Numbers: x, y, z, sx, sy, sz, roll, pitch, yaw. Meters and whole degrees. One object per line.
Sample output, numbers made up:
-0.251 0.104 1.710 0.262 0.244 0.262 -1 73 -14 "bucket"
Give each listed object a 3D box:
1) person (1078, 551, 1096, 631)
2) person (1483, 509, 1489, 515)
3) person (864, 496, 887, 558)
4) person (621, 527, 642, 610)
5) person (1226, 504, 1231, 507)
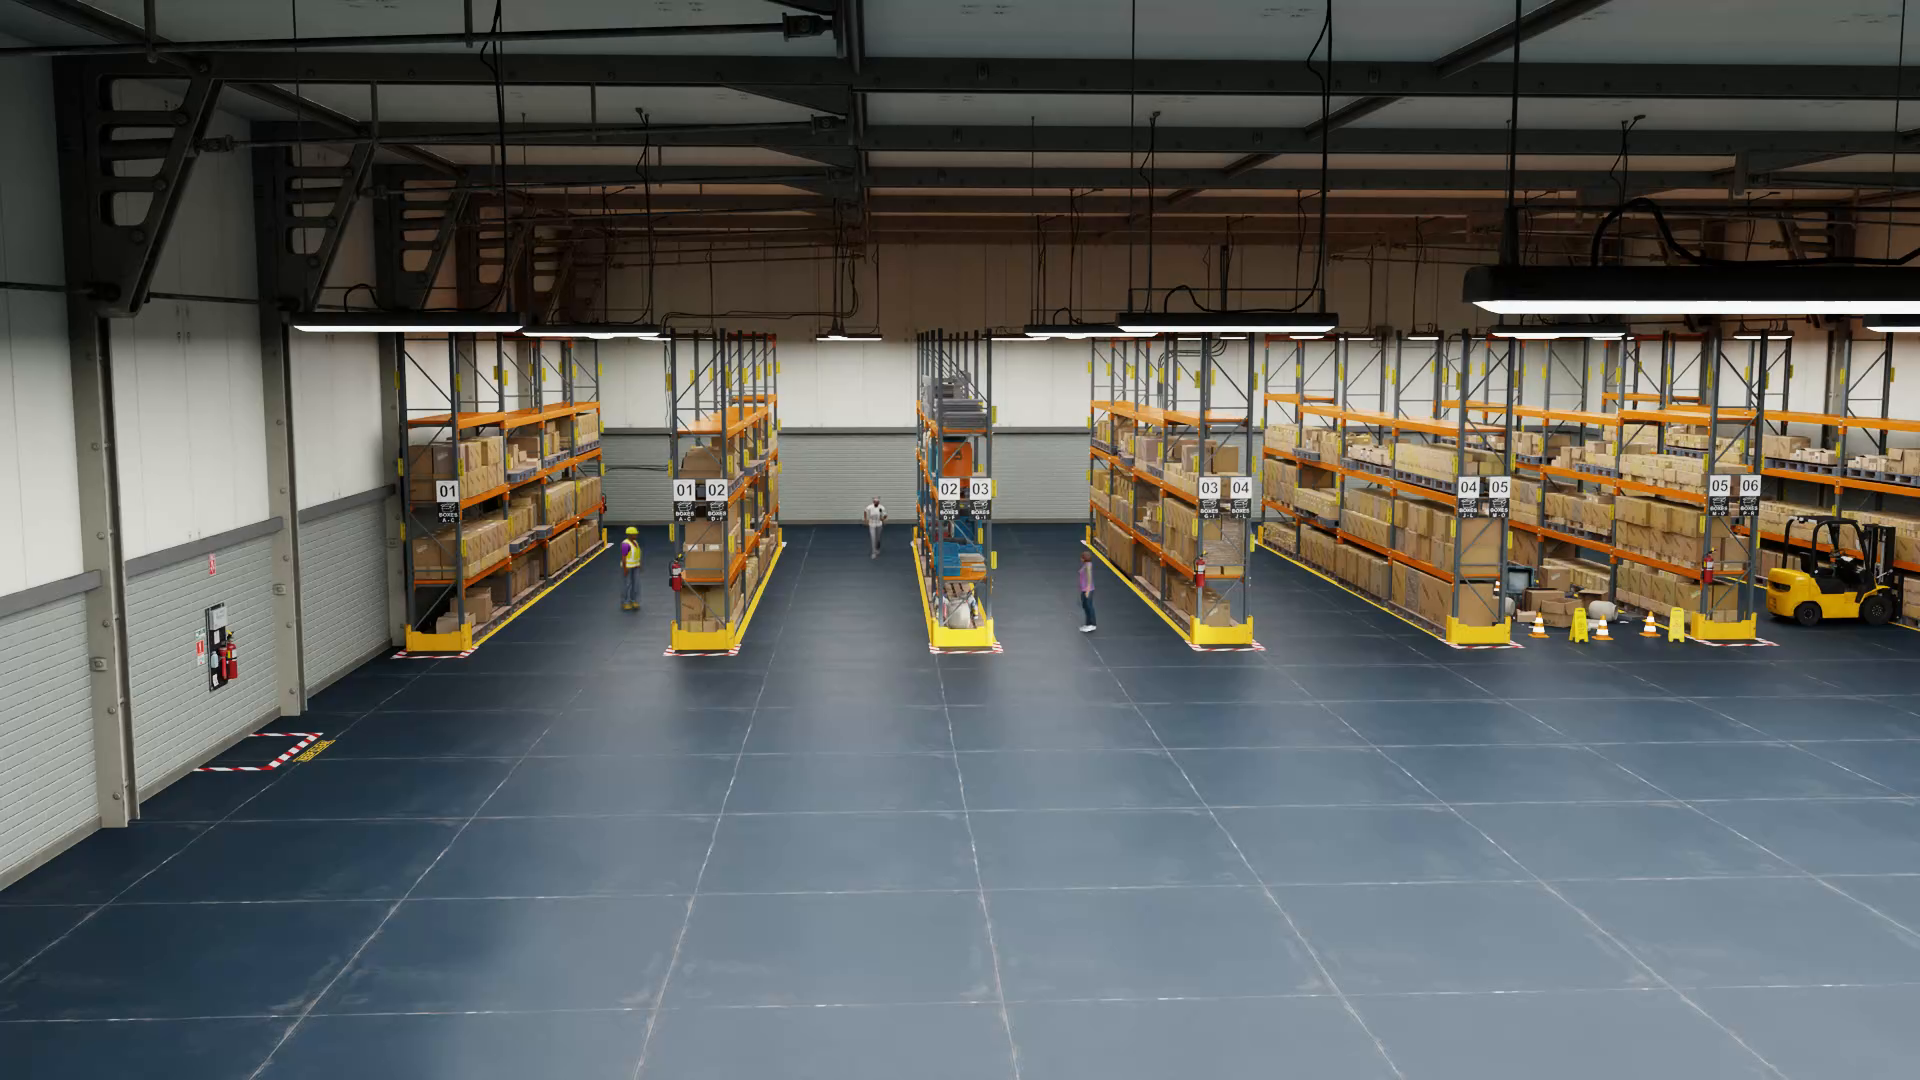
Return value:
2.550 1.081 33.208 0.385 1.514 0.499 -2 7 -17 "person"
12.713 0.109 40.391 0.587 1.754 0.589 5 9 38 "person"
-2.258 -0.370 44.515 0.625 1.632 1.006 0 7 -2 "person"
-7.134 0.600 36.041 0.382 1.784 0.615 4 8 29 "person"
7.554 -0.829 48.131 0.646 1.751 0.754 3 7 23 "person"
